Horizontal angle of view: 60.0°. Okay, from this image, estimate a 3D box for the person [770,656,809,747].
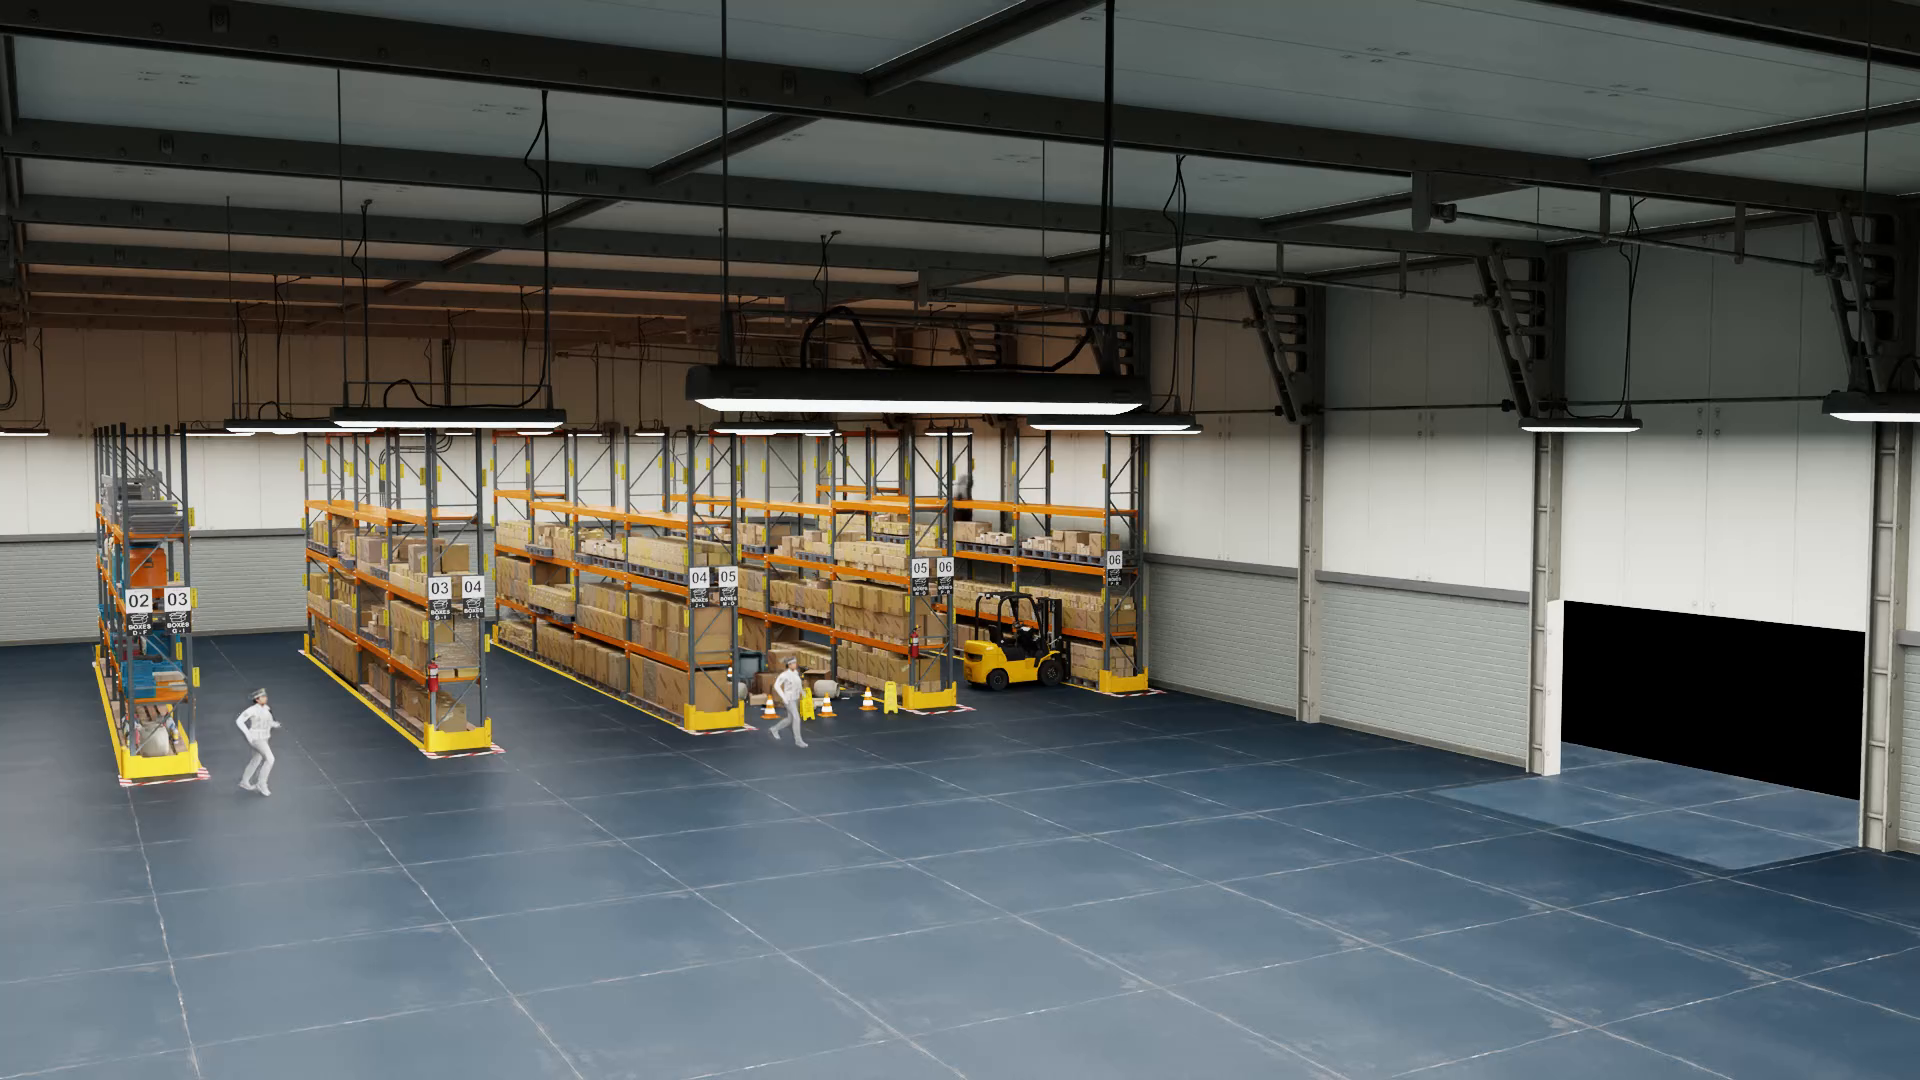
[{"bbox_3d":[-3.203,3.007,31.113,0.857,1.704,0.626,2,4,24],"label":"person"}]

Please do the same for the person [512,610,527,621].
[{"bbox_3d":[-12.909,1.989,48.615,0.937,1.550,0.524,-1,4,-21],"label":"person"}]

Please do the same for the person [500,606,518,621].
[{"bbox_3d":[-13.078,1.920,48.339,0.598,1.722,0.720,0,3,5],"label":"person"}]

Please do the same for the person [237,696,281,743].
[{"bbox_3d":[-11.267,2.835,26.850,0.587,0.808,0.590,0,3,7],"label":"person"}]
